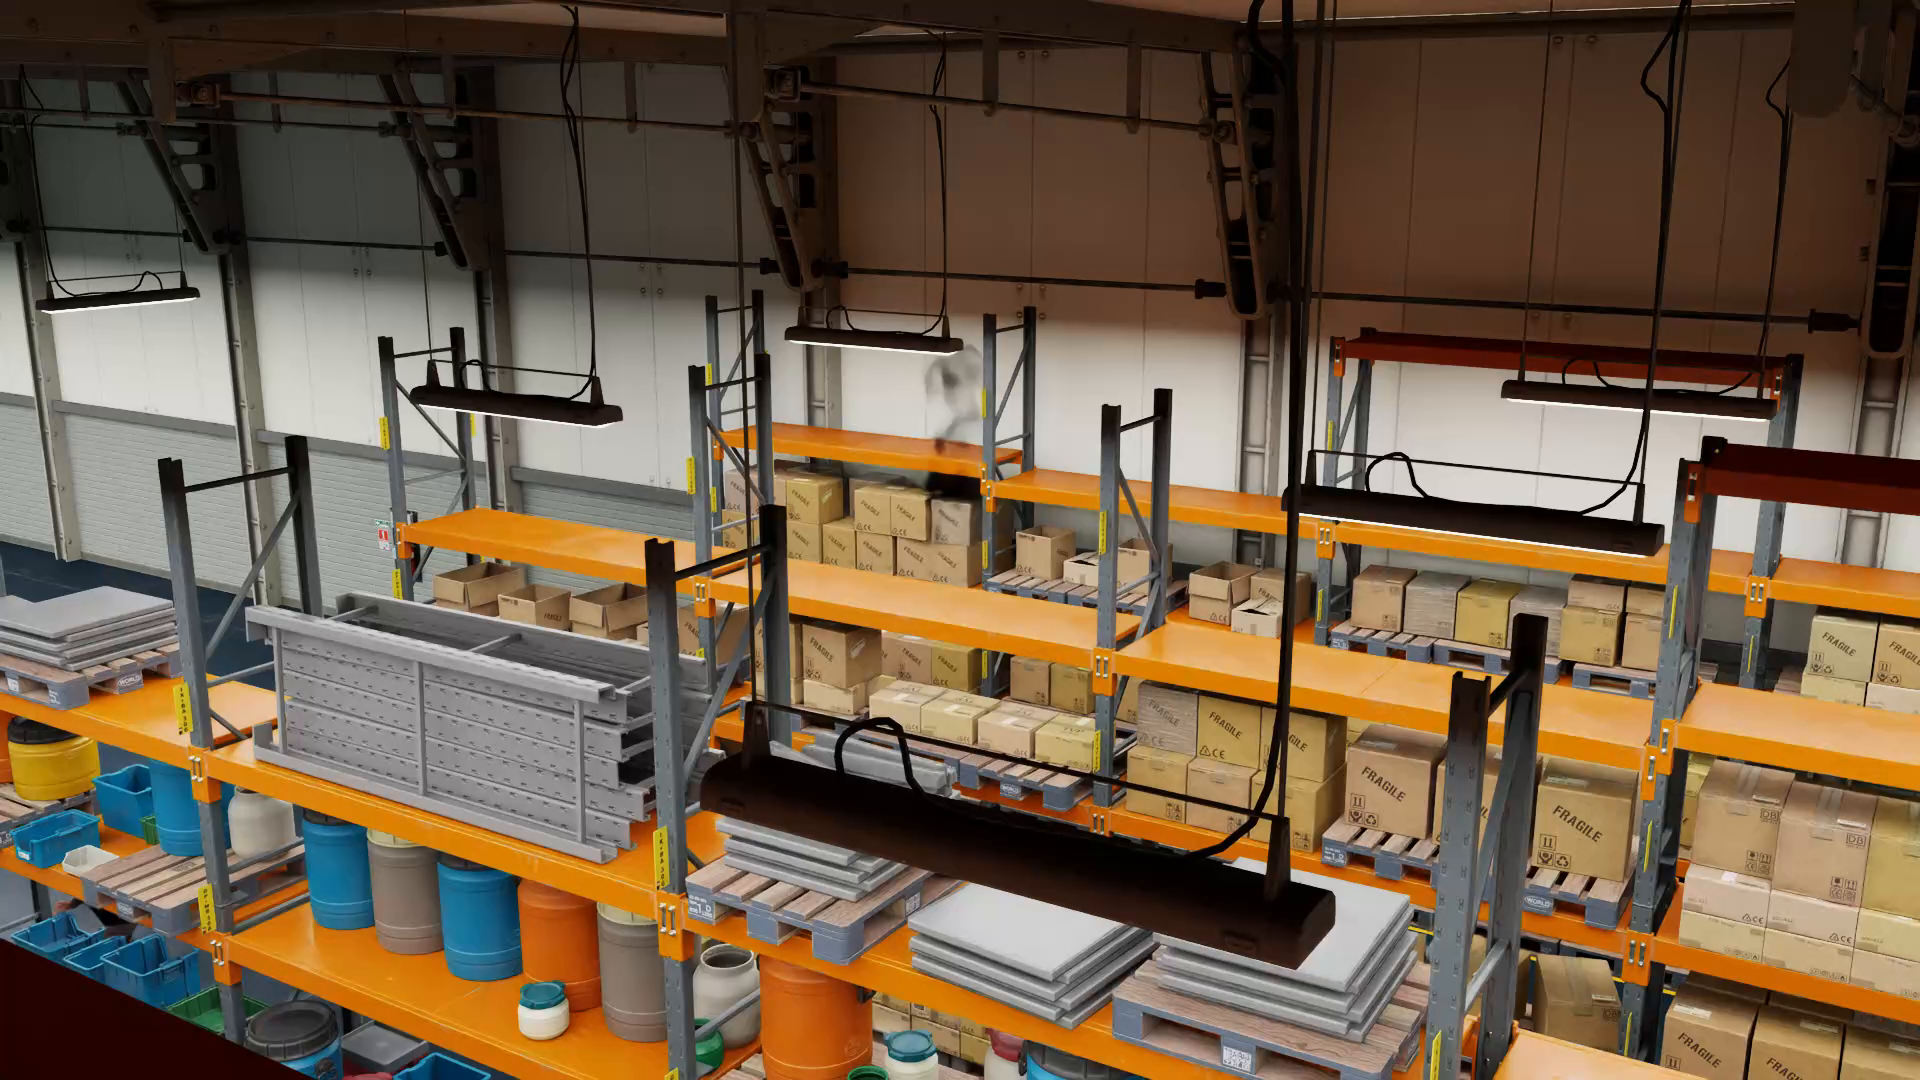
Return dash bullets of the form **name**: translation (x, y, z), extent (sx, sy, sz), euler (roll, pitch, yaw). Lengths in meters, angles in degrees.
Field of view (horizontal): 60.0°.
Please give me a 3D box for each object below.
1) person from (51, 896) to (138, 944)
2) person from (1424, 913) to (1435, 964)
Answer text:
- **person**: translation (-7.946, 3.581, 15.514), extent (0.887, 1.551, 0.687), euler (-11, 18, -39)
- **person**: translation (4.052, 3.891, 14.172), extent (0.667, 1.604, 0.508), euler (10, 17, 36)
